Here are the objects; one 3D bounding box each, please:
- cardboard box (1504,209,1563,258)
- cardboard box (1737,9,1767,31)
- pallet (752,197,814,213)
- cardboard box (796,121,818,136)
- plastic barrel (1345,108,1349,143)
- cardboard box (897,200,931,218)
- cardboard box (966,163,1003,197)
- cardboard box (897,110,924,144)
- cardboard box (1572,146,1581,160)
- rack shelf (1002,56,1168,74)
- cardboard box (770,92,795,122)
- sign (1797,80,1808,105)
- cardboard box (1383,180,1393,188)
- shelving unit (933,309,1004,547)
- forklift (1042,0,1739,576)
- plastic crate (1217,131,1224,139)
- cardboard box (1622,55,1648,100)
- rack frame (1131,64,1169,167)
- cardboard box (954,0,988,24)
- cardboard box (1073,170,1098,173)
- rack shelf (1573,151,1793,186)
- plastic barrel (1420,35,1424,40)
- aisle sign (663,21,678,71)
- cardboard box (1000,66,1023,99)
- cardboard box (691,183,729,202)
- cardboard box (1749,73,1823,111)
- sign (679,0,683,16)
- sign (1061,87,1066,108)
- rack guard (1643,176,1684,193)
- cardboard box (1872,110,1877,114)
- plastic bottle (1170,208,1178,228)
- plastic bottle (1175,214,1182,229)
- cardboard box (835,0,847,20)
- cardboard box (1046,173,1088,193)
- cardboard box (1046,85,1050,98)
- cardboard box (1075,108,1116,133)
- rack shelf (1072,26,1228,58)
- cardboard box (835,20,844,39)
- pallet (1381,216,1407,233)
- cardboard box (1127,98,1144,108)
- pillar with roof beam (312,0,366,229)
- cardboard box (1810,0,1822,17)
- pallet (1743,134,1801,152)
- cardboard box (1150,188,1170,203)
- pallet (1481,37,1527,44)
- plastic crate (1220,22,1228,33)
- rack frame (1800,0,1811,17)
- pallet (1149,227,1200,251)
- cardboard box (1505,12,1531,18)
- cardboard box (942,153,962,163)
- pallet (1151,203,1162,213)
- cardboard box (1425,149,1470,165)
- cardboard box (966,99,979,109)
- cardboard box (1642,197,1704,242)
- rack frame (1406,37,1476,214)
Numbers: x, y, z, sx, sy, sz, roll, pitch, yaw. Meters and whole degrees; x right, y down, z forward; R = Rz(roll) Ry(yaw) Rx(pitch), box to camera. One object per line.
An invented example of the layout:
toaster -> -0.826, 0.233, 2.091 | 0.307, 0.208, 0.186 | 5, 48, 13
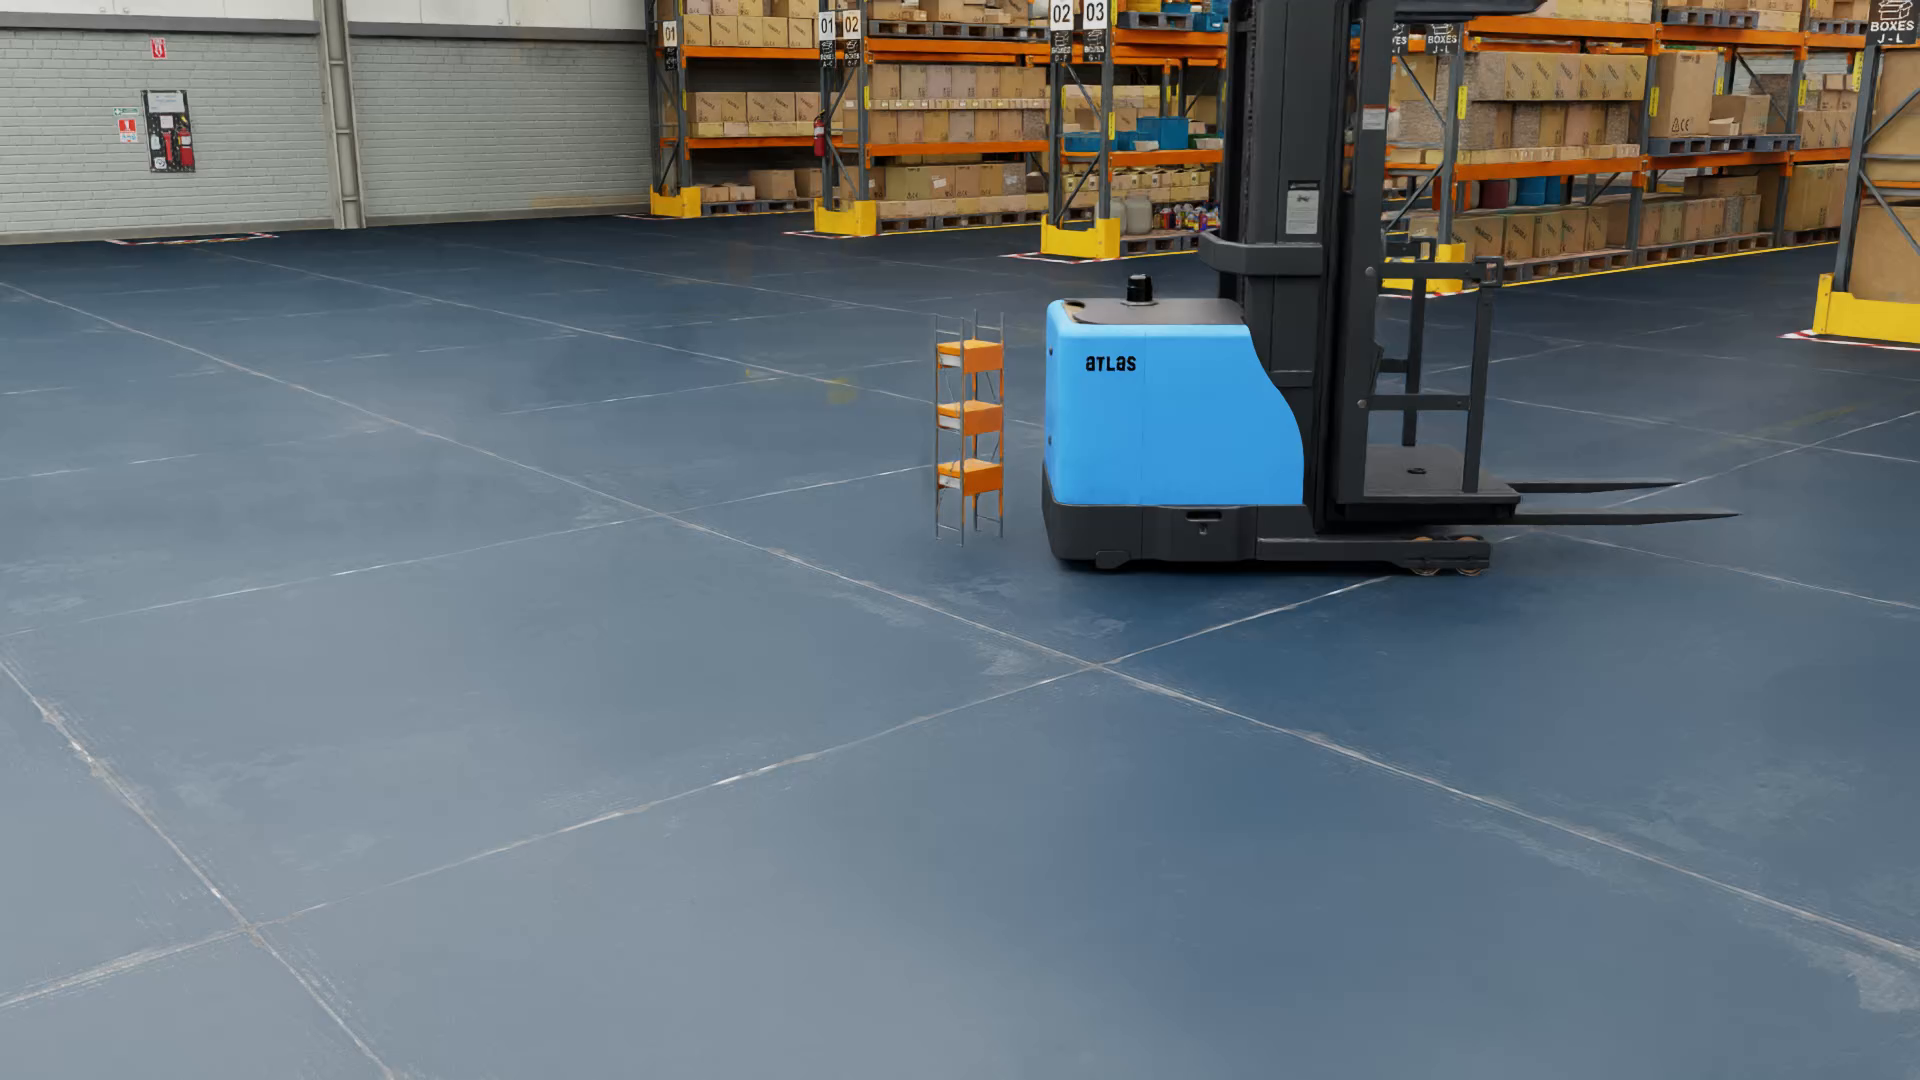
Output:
cardboard box -> 6.626, -3.558, 19.288 | 0.500, 0.500, 0.500 | 14, 20, 42
cardboard box -> 9.872, -6.597, 21.112 | 0.500, 0.250, 0.500 | -12, 19, -38
pallet -> -3.360, -6.059, 30.025 | 1.213, 0.211, 1.003 | -13, 19, -39
cardboard box -> -2.865, -7.362, 29.750 | 0.500, 0.250, 0.500 | -13, 20, -40
plastic barrel -> 5.413, -5.991, 24.103 | 0.433, 0.535, 0.433 | 0, 15, 0
cardboard box -> -0.794, -5.101, 25.548 | 0.500, 0.250, 0.500 | -13, 19, -39
cardboard box -> 0.332, -5.719, 26.409 | 0.500, 0.500, 0.500 | -13, 19, -39
cardboard box -> -0.966, -6.308, 25.360 | 0.500, 0.500, 0.700 | -12, 19, -38
cardboard box -> 6.854, -4.425, 18.989 | 0.250, 0.149, 0.380 | -13, 19, -39
rack shelf -> 2.570, -9.853, 34.405 | 4.000, 0.370, 1.077 | -13, 19, -39
cardboard box -> -3.261, -7.637, 29.327 | 0.500, 0.500, 0.500 | -12, 19, -38
sign -> 11.179, -5.937, 22.072 | 0.005, 0.325, 0.100 | -13, 19, -39
cardboard box -> 8.438, -7.147, 33.333 | 0.250, 0.166, 0.380 | -13, 19, -39
shelving unit -> 0.040, -0.516, 7.648 | 0.252, 1.050, 0.215 | -13, 19, -39
forklift -> 1.913, -1.398, 7.306 | 3.031, 2.935, 1.130 | 0, 15, 0
plastic crate -> 3.890, -5.494, 22.793 | 0.616, 0.251, 0.499 | -13, 19, -39
cardboard box -> 7.640, -5.387, 19.398 | 0.500, 0.500, 0.500 | -13, 19, -39
rack frame -> 4.079, -9.090, 35.968 | 0.127, 3.000, 1.000 | -13, 19, -39
cardboard box -> -0.027, -8.286, 25.861 | 0.637, 0.503, 0.797 | -10, 18, -33
cardboard box -> 2.182, -6.214, 28.630 | 0.500, 0.311, 0.500 | -13, 20, -40
rack shelf -> 9.307, -4.833, 21.425 | 4.000, 0.370, 1.077 | -13, 19, -39
plastic barrel -> 6.803, -8.078, 25.396 | 0.600, 0.901, 0.600 | 0, 15, 0
aisle sign -> -4.831, -8.243, 27.758 | 0.004, 0.787, 0.394 | -13, 19, -39
cardboard box -> 0.587, -7.284, 26.499 | 0.500, 0.500, 0.700 | -13, 20, -39
cardboard box -> -4.393, -6.070, 29.021 | 0.500, 0.311, 0.500 | 13, 20, 41
cardboard box -> 11.378, -6.173, 22.910 | 0.637, 0.503, 0.797 | -12, 19, -38
sign -> -4.618, -8.823, 27.462 | 0.005, 0.325, 0.100 | -13, 19, -39
sign -> 1.664, -7.120, 26.761 | 0.005, 0.325, 0.100 | -13, 19, -39
rack guard -> 13.609, -6.638, 31.632 | 0.348, 0.500, 1.175 | -13, 19, -39
cardboard box -> 12.892, -5.941, 23.984 | 0.500, 0.500, 0.500 | -13, 20, -40
plastic bottle -> 2.940, -4.482, 23.144 | 0.135, 0.276, 0.152 | -13, 20, -41
plastic bottle -> 3.036, -4.425, 23.075 | 0.097, 0.201, 0.097 | 0, 15, 0
cardboard box -> -2.156, -9.587, 29.848 | 0.500, 0.500, 0.500 | 14, 20, 42
cardboard box -> 1.774, -5.938, 27.595 | 0.500, 0.311, 0.500 | -13, 19, -39
cardboard box -> 1.595, -9.008, 33.399 | 0.500, 0.250, 0.500 | -12, 19, -38
cardboard box -> 2.286, -7.036, 28.083 | 0.500, 0.500, 0.500 | -11, 18, -35
rack shelf -> 3.038, -6.569, 22.111 | 4.000, 0.370, 1.077 | -13, 19, -39
cardboard box -> -2.177, -9.108, 29.990 | 0.500, 0.500, 0.500 | -12, 19, -38
pallet -> 6.035, -4.807, 25.338 | 1.213, 0.211, 1.003 | -13, 19, -39
cardboard box -> 3.518, -9.076, 35.107 | 0.500, 0.500, 0.500 | -12, 19, -39
pillar with roof beam -> -6.714, -8.388, 21.715 | 0.400, 9.000, 9.100 | -13, 19, -39
cardboard box -> 11.229, -7.339, 22.586 | 0.637, 0.503, 0.797 | -11, 19, -36
pallet -> 10.348, -5.285, 22.096 | 1.003, 0.211, 1.213 | -13, 19, -39
cardboard box -> 3.311, -6.014, 28.966 | 0.500, 0.250, 0.500 | -12, 19, -38
pallet -> 8.206, -7.952, 26.262 | 1.213, 0.211, 1.003 | -13, 19, -39
plastic crate -> 3.602, -6.777, 22.008 | 0.396, 0.136, 0.243 | -13, 19, -39
rack frame -> 10.816, -8.418, 21.827 | 0.127, 3.000, 1.000 | -13, 19, -39
pallet -> 3.092, -4.145, 22.861 | 1.213, 0.211, 1.003 | -13, 19, -39
cardboard box -> 5.699, -5.661, 17.608 | 0.500, 0.250, 0.500 | -13, 20, -41
cardboard box -> -0.304, -7.475, 32.460 | 0.500, 0.250, 0.500 | -13, 20, -40
pallet -> 2.749, -5.764, 28.920 | 1.213, 0.211, 1.003 | -13, 19, -39
cardboard box -> 5.152, -4.045, 17.567 | 0.250, 0.149, 0.380 | -13, 19, -39
cardboard box -> 0.077, -6.785, 25.886 | 0.250, 0.149, 0.380 | -12, 19, -38
cardboard box -> 9.070, -4.119, 21.348 | 0.700, 0.500, 0.500 | 14, 20, 42
rack frame -> 7.565, -6.484, 26.211 | 0.127, 3.000, 1.000 | -13, 19, -39
